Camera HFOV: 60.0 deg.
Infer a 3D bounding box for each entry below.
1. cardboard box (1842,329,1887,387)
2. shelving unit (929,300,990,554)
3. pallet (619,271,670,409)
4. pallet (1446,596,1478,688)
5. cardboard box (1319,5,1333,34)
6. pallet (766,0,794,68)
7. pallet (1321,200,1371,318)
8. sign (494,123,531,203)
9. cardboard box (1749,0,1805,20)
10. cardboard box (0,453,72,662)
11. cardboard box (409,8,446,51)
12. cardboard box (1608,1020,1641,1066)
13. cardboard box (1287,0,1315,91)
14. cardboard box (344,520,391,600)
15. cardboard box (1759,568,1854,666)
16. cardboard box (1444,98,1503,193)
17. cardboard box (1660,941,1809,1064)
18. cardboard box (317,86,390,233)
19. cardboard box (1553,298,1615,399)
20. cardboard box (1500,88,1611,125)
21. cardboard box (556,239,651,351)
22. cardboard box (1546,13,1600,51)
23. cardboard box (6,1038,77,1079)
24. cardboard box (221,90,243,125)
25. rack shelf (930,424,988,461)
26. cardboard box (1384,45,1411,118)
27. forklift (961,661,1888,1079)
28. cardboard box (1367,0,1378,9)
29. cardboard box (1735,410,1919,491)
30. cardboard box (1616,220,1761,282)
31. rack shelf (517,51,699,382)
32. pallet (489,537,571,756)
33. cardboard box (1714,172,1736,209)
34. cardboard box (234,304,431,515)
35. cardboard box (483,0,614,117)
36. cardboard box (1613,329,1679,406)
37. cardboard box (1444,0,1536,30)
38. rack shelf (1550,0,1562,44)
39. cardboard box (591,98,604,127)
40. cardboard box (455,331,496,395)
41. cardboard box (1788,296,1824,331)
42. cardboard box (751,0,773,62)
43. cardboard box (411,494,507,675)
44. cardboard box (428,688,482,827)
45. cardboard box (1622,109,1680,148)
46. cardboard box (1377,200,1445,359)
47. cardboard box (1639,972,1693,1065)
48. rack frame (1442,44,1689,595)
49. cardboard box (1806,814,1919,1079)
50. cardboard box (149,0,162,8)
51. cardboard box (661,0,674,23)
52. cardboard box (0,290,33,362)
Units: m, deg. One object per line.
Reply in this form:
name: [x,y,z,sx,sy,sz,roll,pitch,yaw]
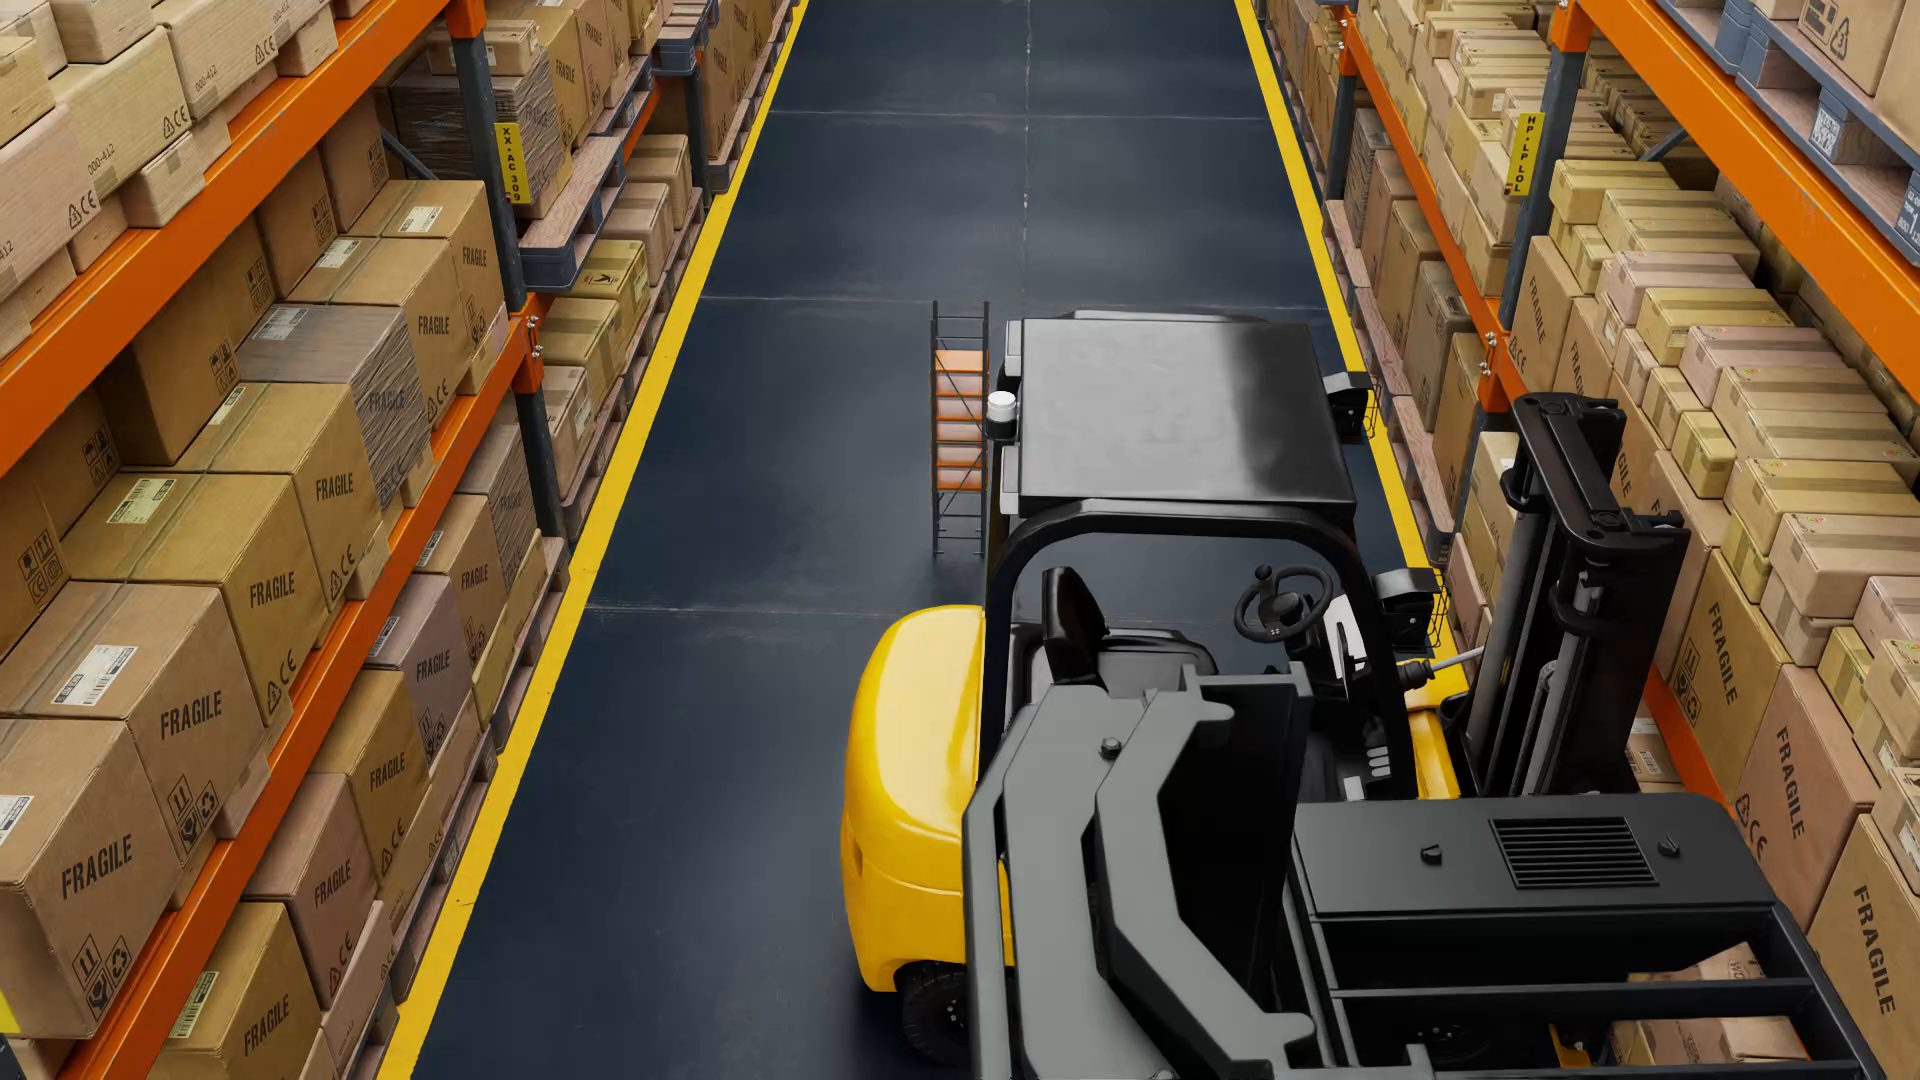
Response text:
cardboard box: [2.879,-0.508,4.954,0.380,0.149,0.250,1,35,1]
shelving unit: [-0.001,-0.483,7.393,0.258,1.200,0.189,1,35,2]
pallet: [-2.210,-1.127,9.170,1.003,0.211,1.213,1,35,2]
pallet: [2.600,0.591,6.725,1.003,0.211,1.213,1,35,2]
cardboard box: [2.701,-3.609,11.522,0.380,0.149,0.250,1,35,1]
pallet: [-1.921,-4.128,13.441,1.003,0.211,1.213,1,35,2]
pallet: [2.762,-1.691,9.972,1.003,0.211,1.213,1,35,2]
sign: [-1.744,-1.464,6.472,0.100,0.325,0.005,1,35,2]
cardboard box: [2.310,-1.545,4.395,0.396,0.266,0.258,1,35,1]
cardboard box: [-2.617,0.019,3.899,0.700,0.500,0.500,2,35,2]
cardboard box: [-2.479,-2.008,7.288,0.500,0.500,0.500,2,35,2]
cardboard box: [2.274,1.396,5.181,0.500,0.250,0.500,2,35,2]
cardboard box: [2.687,-3.587,12.055,0.500,0.500,0.500,0,35,0]
cardboard box: [-2.047,0.055,5.281,0.380,0.149,0.250,2,35,2]
cardboard box: [2.284,0.189,4.221,0.380,0.149,0.250,0,35,0]
cardboard box: [2.451,-1.732,7.302,0.500,0.250,0.500,0,35,1]
cardboard box: [2.234,1.271,4.489,0.500,0.250,0.500,2,35,3]
cardboard box: [-2.521,-1.442,5.978,0.700,0.500,0.500,1,35,1]
cardboard box: [2.390,-0.498,5.763,0.500,0.500,0.500,2,35,3]
cardboard box: [2.520,-1.801,7.053,0.380,0.149,0.250,1,35,2]
cardboard box: [-2.216,-1.329,8.952,0.950,0.372,0.625,2,35,3]
cardboard box: [3.010,-2.384,7.882,0.380,0.149,0.250,2,35,2]
cardboard box: [-2.227,1.093,3.805,0.380,0.149,0.250,1,35,2]
cardboard box: [-2.152,-1.168,4.413,0.380,0.149,0.250,1,35,1]
rack shelf: [-0.001,-0.446,7.419,0.258,0.103,0.180,1,35,2]
cardboard box: [2.533,-2.408,8.698,0.500,0.250,0.500,0,35,0]
forklift: [0.839,1.583,2.948,3.031,2.935,1.130,-1,35,-2]
cardboard box: [2.547,-3.198,9.387,0.500,0.250,0.500,1,35,2]
cardboard box: [2.372,-0.227,4.555,0.380,0.149,0.250,2,35,3]
cardboard box: [2.443,-0.958,5.595,0.380,0.149,0.250,1,35,1]
rack shelf: [-2.206,-1.973,8.574,1.077,0.370,4.000,1,35,2]
pallet: [-2.278,0.410,6.984,1.003,0.211,1.213,1,35,2]
cardboard box: [2.962,-1.243,6.000,0.380,0.149,0.250,1,35,2]
cardboard box: [-2.086,-0.425,5.401,0.500,0.500,0.500,2,35,3]
cardboard box: [-1.928,-2.287,7.684,0.500,0.500,0.500,1,35,2]
cardboard box: [2.310,-0.545,5.265,0.380,0.149,0.250,1,35,1]
cardboard box: [2.572,-2.540,8.104,0.380,0.149,0.250,1,35,2]
rack shelf: [2.754,-3.087,7.551,1.077,0.370,4.000,1,35,2]
cardboard box: [-1.931,-2.094,7.974,0.380,0.149,0.250,2,35,2]
cardboard box: [-1.998,-0.680,6.327,0.380,0.149,0.250,2,35,3]
cardboard box: [2.951,-0.675,5.450,0.380,0.149,0.250,2,35,2]
cardboard box: [-1.939,-4.140,12.514,0.875,0.875,0.875,2,35,3]
cardboard box: [-2.061,0.167,6.278,0.500,0.500,0.500,2,35,3]
cardboard box: [-2.078,0.779,6.059,0.500,0.250,0.500,2,35,3]
cardboard box: [2.965,-1.662,6.854,0.380,0.149,0.250,0,35,0]
cardboard box: [2.750,-1.383,8.810,0.875,0.625,0.625,0,35,0]
cardboard box: [2.251,1.467,4.646,0.500,0.250,0.500,1,35,1]
rack frame: [2.673,-1.005,6.572,1.000,3.000,0.127,1,35,2]
cardboard box: [2.270,0.963,3.684,0.500,0.500,0.500,1,35,1]
cardboard box: [-2.137,-1.344,3.969,0.380,0.149,0.250,2,35,3]
cardboard box: [-1.808,-2.990,9.249,0.380,0.149,0.250,1,35,1]
cardboard box: [-2.143,-0.432,3.365,0.380,0.149,0.250,2,35,3]
